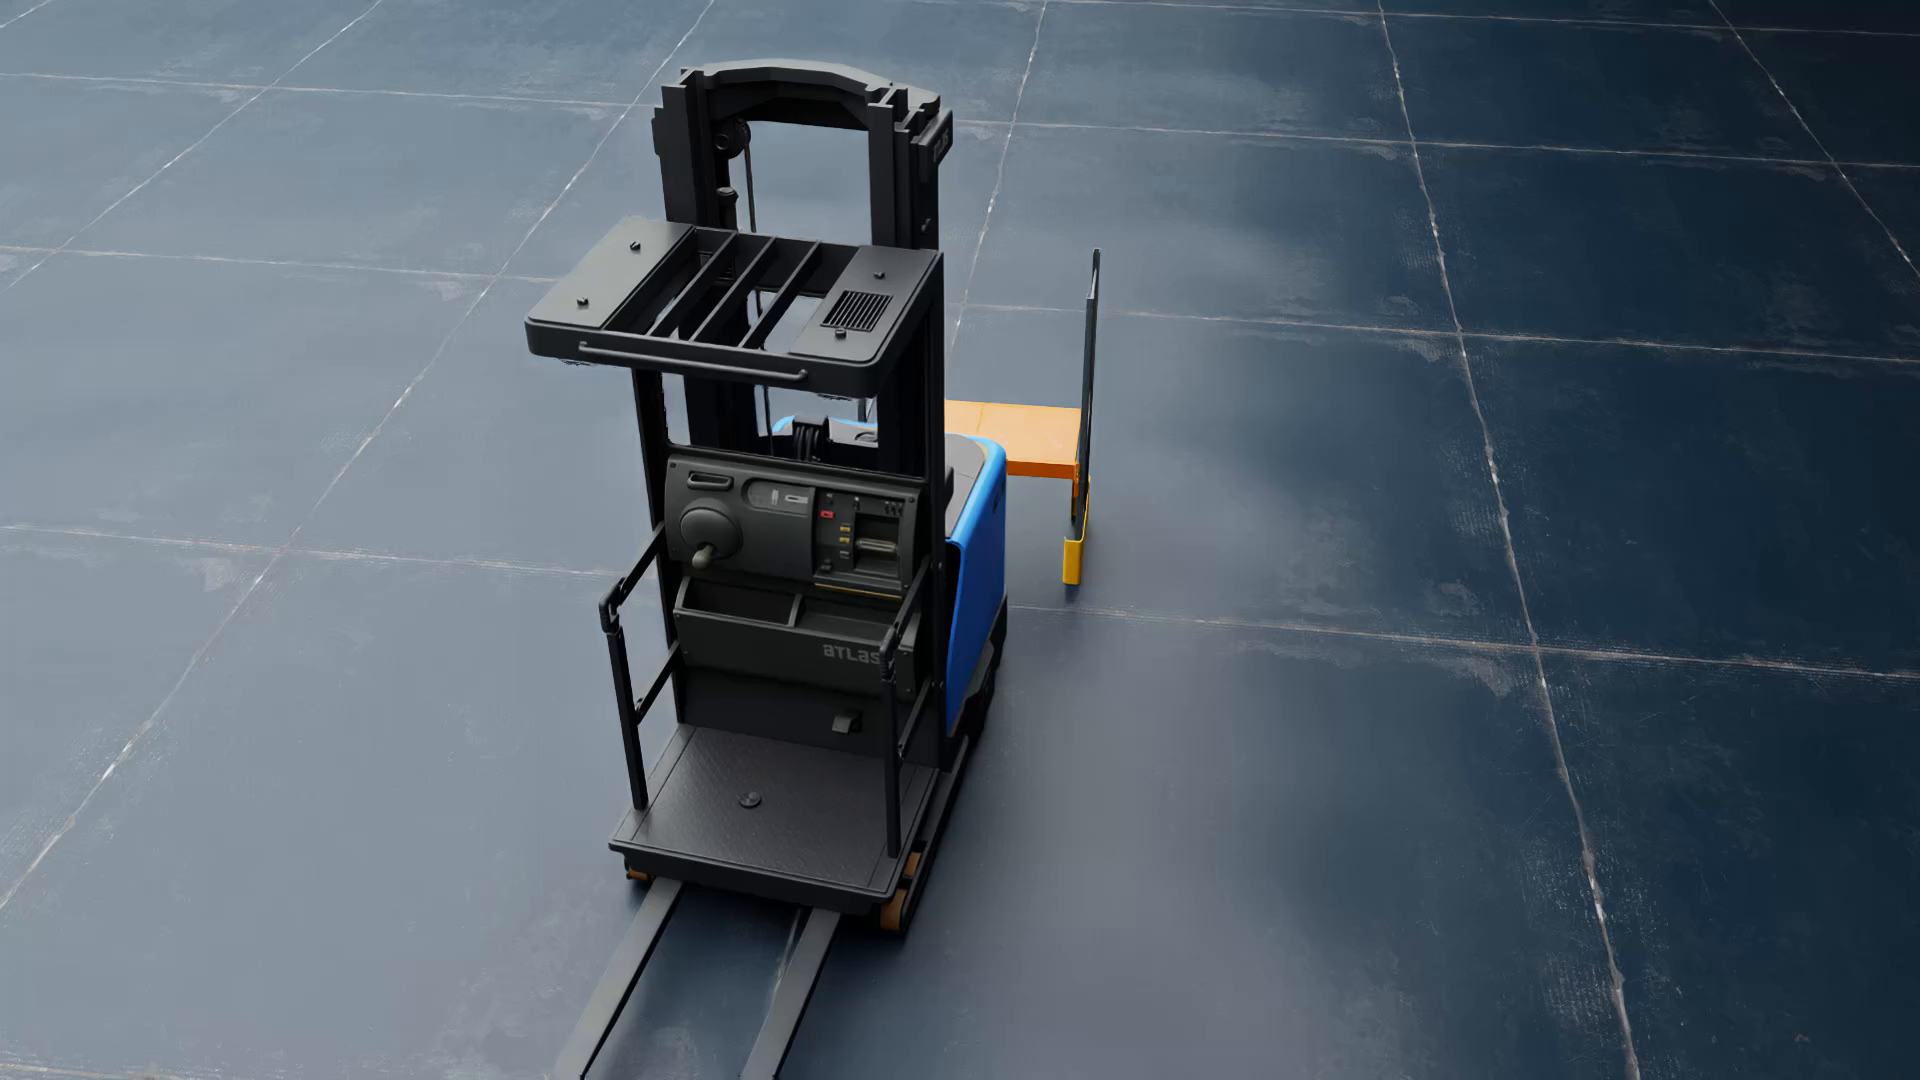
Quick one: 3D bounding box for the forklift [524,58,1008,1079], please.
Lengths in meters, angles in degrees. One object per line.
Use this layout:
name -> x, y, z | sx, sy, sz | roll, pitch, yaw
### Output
forklift -> -0.652, 0.016, 5.704 | 1.130, 2.935, 3.031 | 8, 36, 12

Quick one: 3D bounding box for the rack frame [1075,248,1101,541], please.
rack frame -> 0.589, -0.567, 7.753 | 0.032, 1.500, 0.500 | 4, 36, 6

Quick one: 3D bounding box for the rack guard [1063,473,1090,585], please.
rack guard -> 0.570, -0.059, 8.118 | 0.087, 0.250, 0.587 | 4, 36, 6

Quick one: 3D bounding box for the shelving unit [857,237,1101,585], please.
shelving unit -> 0.076, -0.605, 7.806 | 1.083, 1.500, 0.587 | 4, 36, 6

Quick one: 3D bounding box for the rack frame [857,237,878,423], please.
rack frame -> -0.420, -0.642, 7.858 | 0.032, 1.500, 0.500 | 4, 36, 6

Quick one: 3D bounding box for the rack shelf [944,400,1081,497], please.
rack shelf -> 0.085, -0.458, 7.910 | 1.000, 0.185, 0.538 | 4, 36, 6
